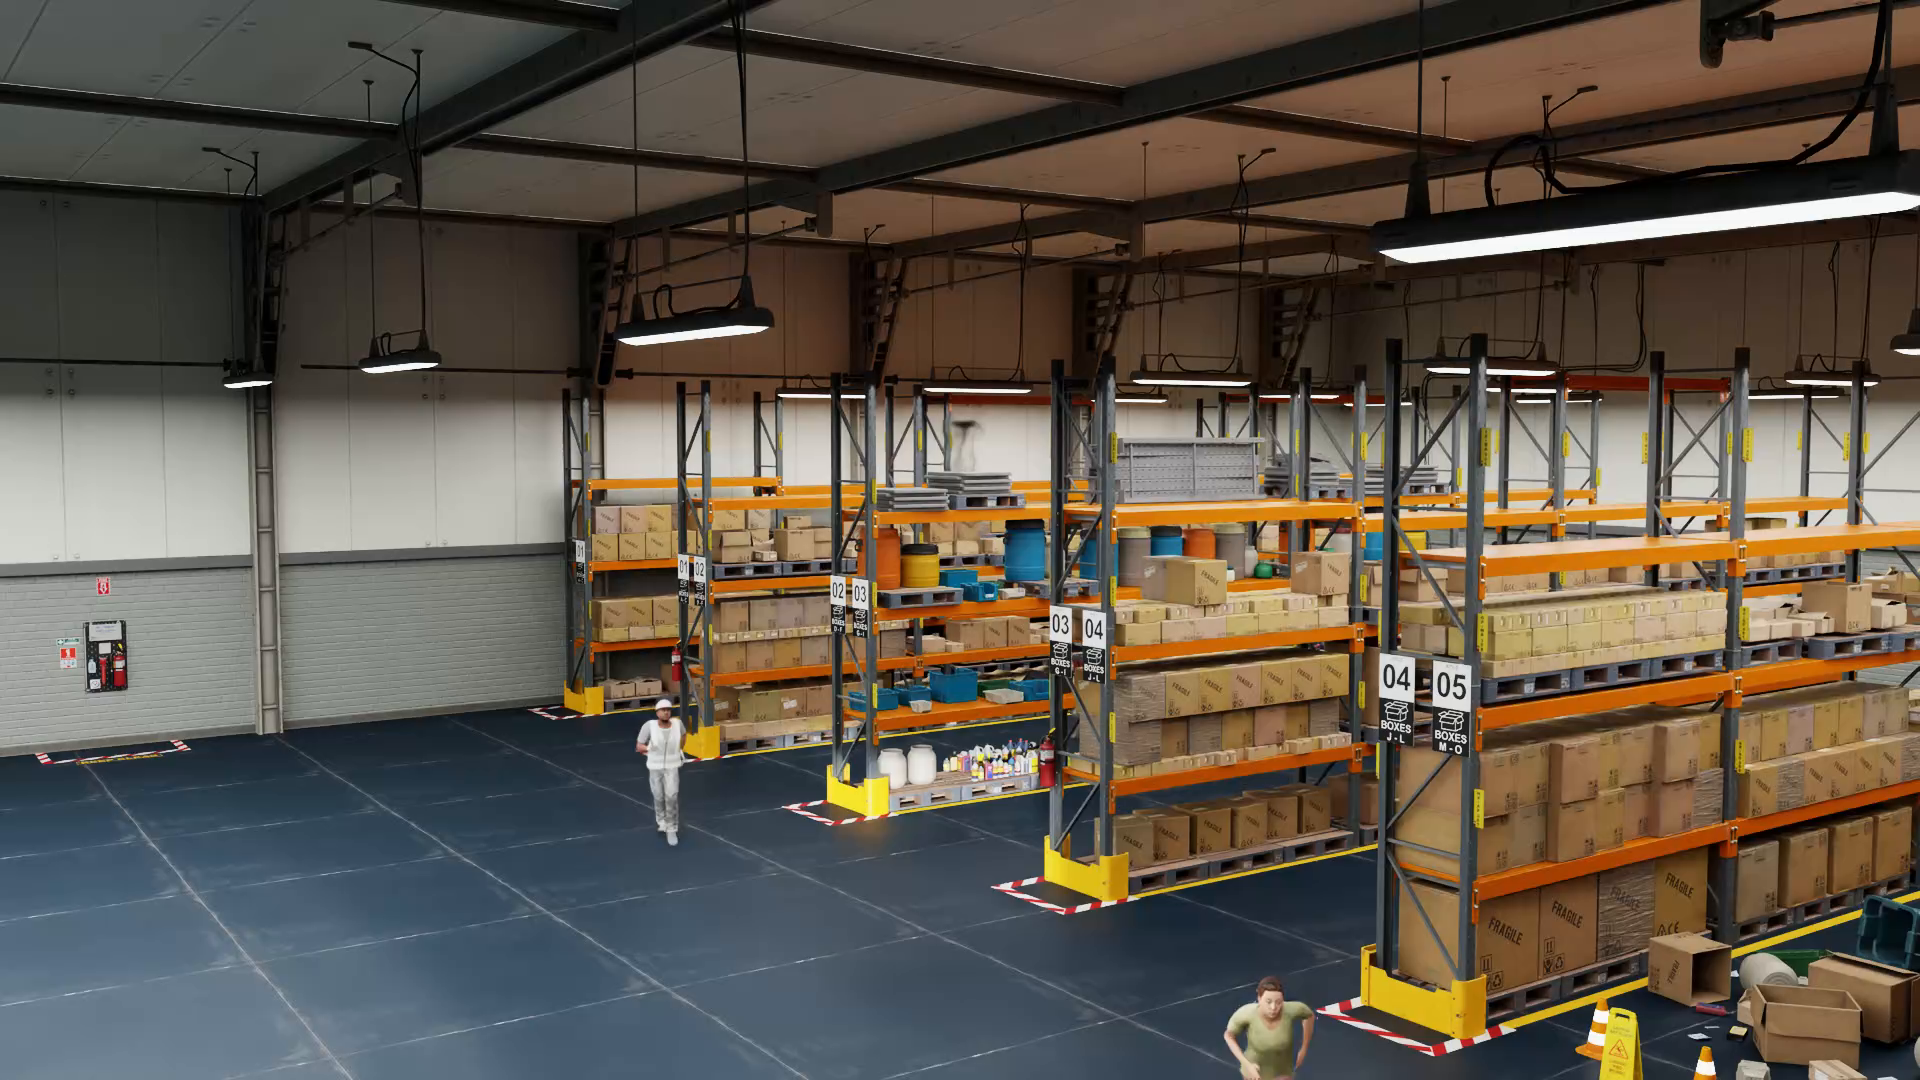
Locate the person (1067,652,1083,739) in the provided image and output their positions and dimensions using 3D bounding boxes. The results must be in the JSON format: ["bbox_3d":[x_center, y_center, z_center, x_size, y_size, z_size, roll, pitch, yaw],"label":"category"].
[{"bbox_3d":[2.051,2.447,28.306,0.675,1.760,0.907,3,5,37],"label":"person"}]

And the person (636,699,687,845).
[{"bbox_3d":[-3.779,2.933,21.101,0.643,1.851,0.780,-1,4,-12],"label":"person"}]

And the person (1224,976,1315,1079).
[{"bbox_3d":[2.085,3.658,11.311,0.613,1.624,1.004,0,4,1],"label":"person"}]
